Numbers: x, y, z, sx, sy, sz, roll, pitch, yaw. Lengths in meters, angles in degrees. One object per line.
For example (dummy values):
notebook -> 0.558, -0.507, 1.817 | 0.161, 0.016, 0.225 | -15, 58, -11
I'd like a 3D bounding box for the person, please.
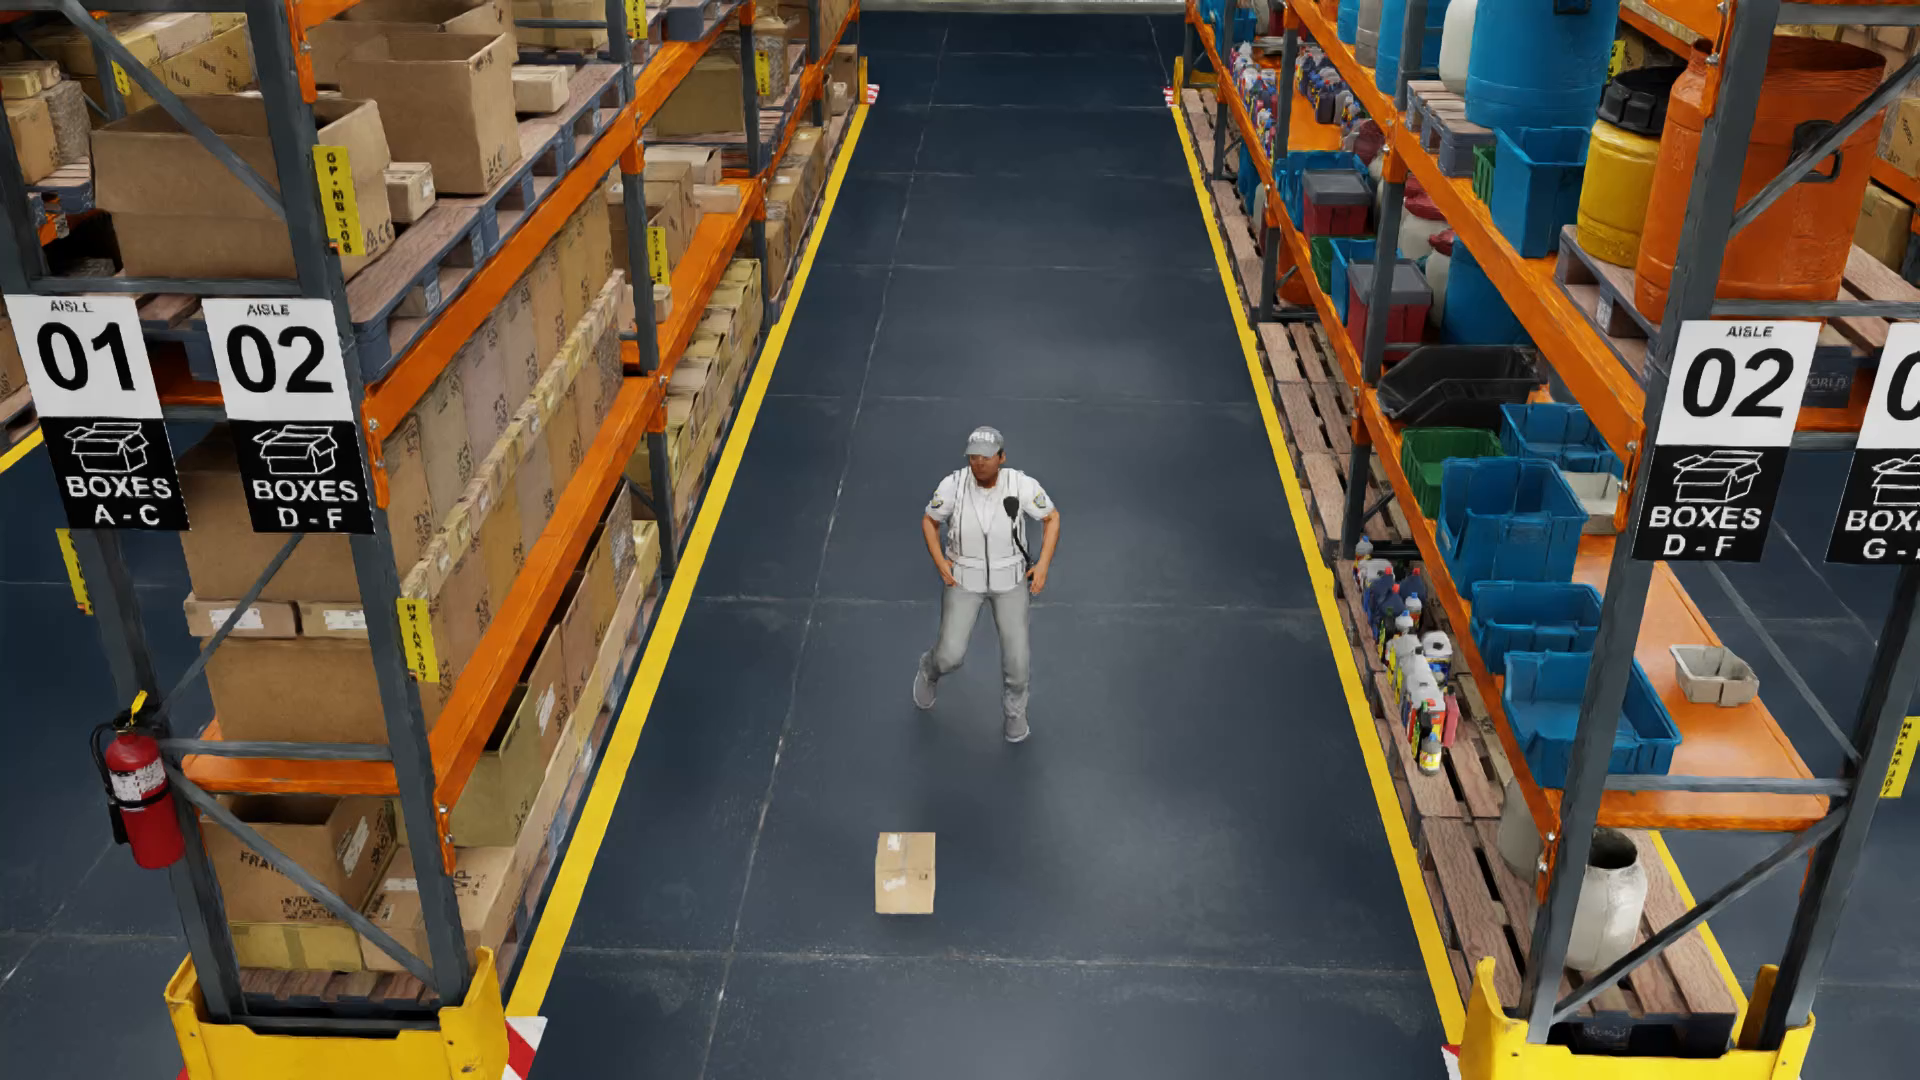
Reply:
person -> 0.125, 0.210, 8.265 | 0.741, 1.640, 0.476 | 0, 28, -1
